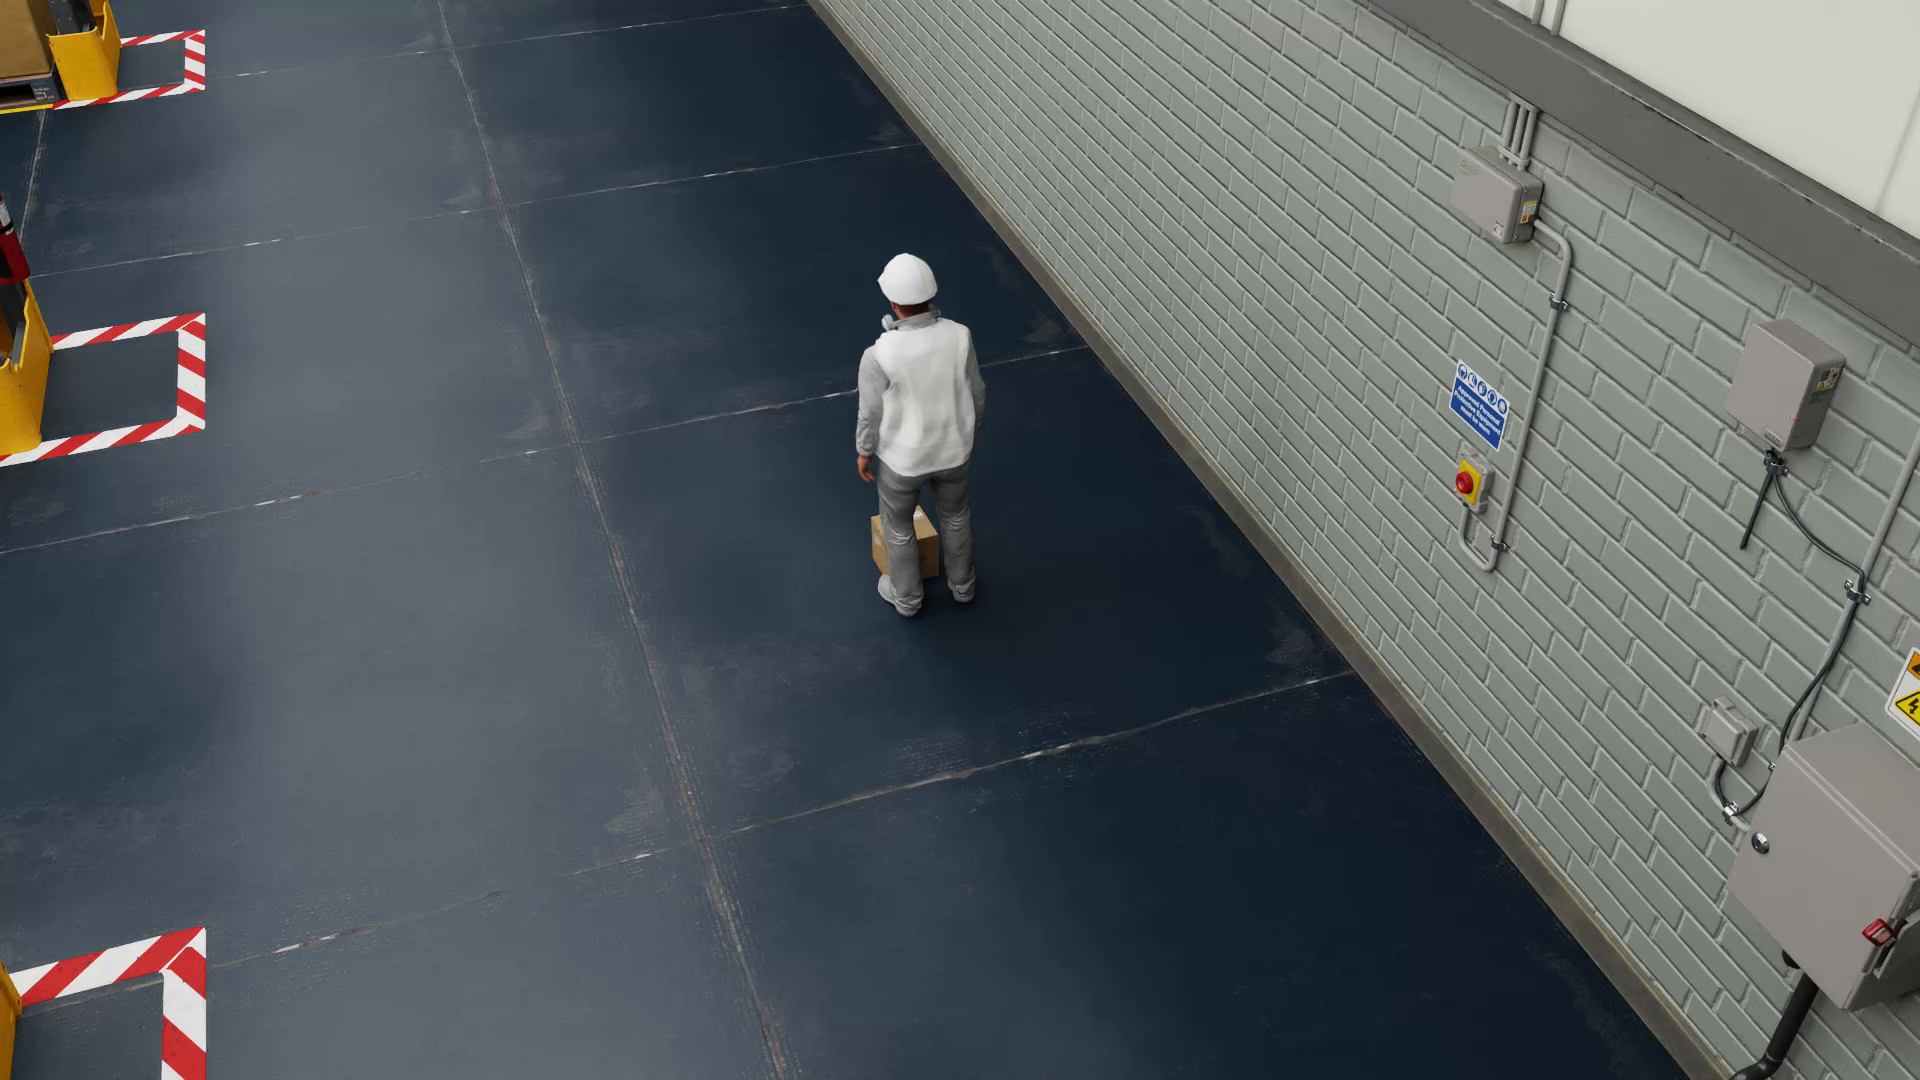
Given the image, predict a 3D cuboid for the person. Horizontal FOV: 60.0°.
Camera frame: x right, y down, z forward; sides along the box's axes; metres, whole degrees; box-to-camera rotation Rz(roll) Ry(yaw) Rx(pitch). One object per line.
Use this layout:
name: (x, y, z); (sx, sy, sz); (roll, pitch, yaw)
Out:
person: (-0.173, -0.428, 7.320); (0.589, 1.772, 0.461); (-14, 40, -17)
